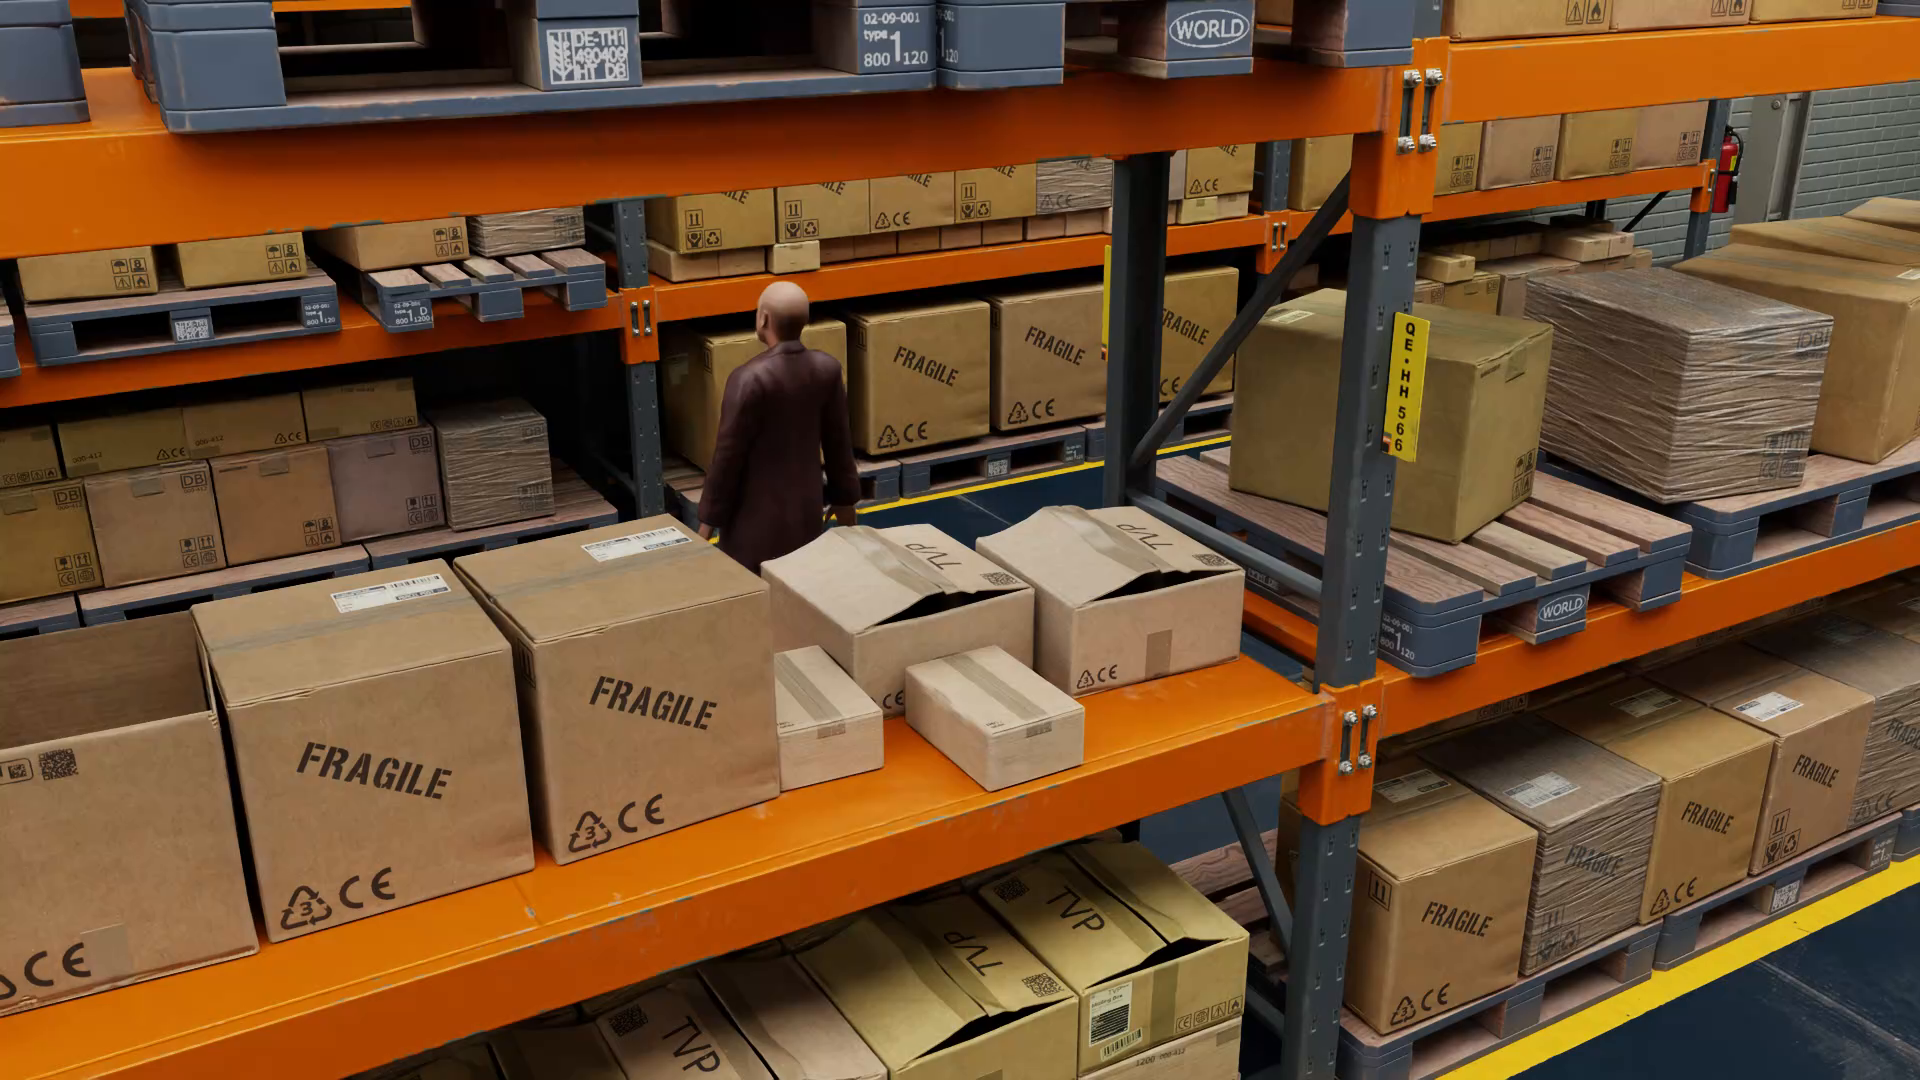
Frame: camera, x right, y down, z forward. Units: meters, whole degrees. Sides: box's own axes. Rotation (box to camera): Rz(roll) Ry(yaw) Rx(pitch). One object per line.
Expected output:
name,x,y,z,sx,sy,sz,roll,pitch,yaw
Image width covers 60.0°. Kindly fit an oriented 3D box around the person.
person,-0.676,-0.094,6.300,0.579,1.778,0.685,16,26,34
